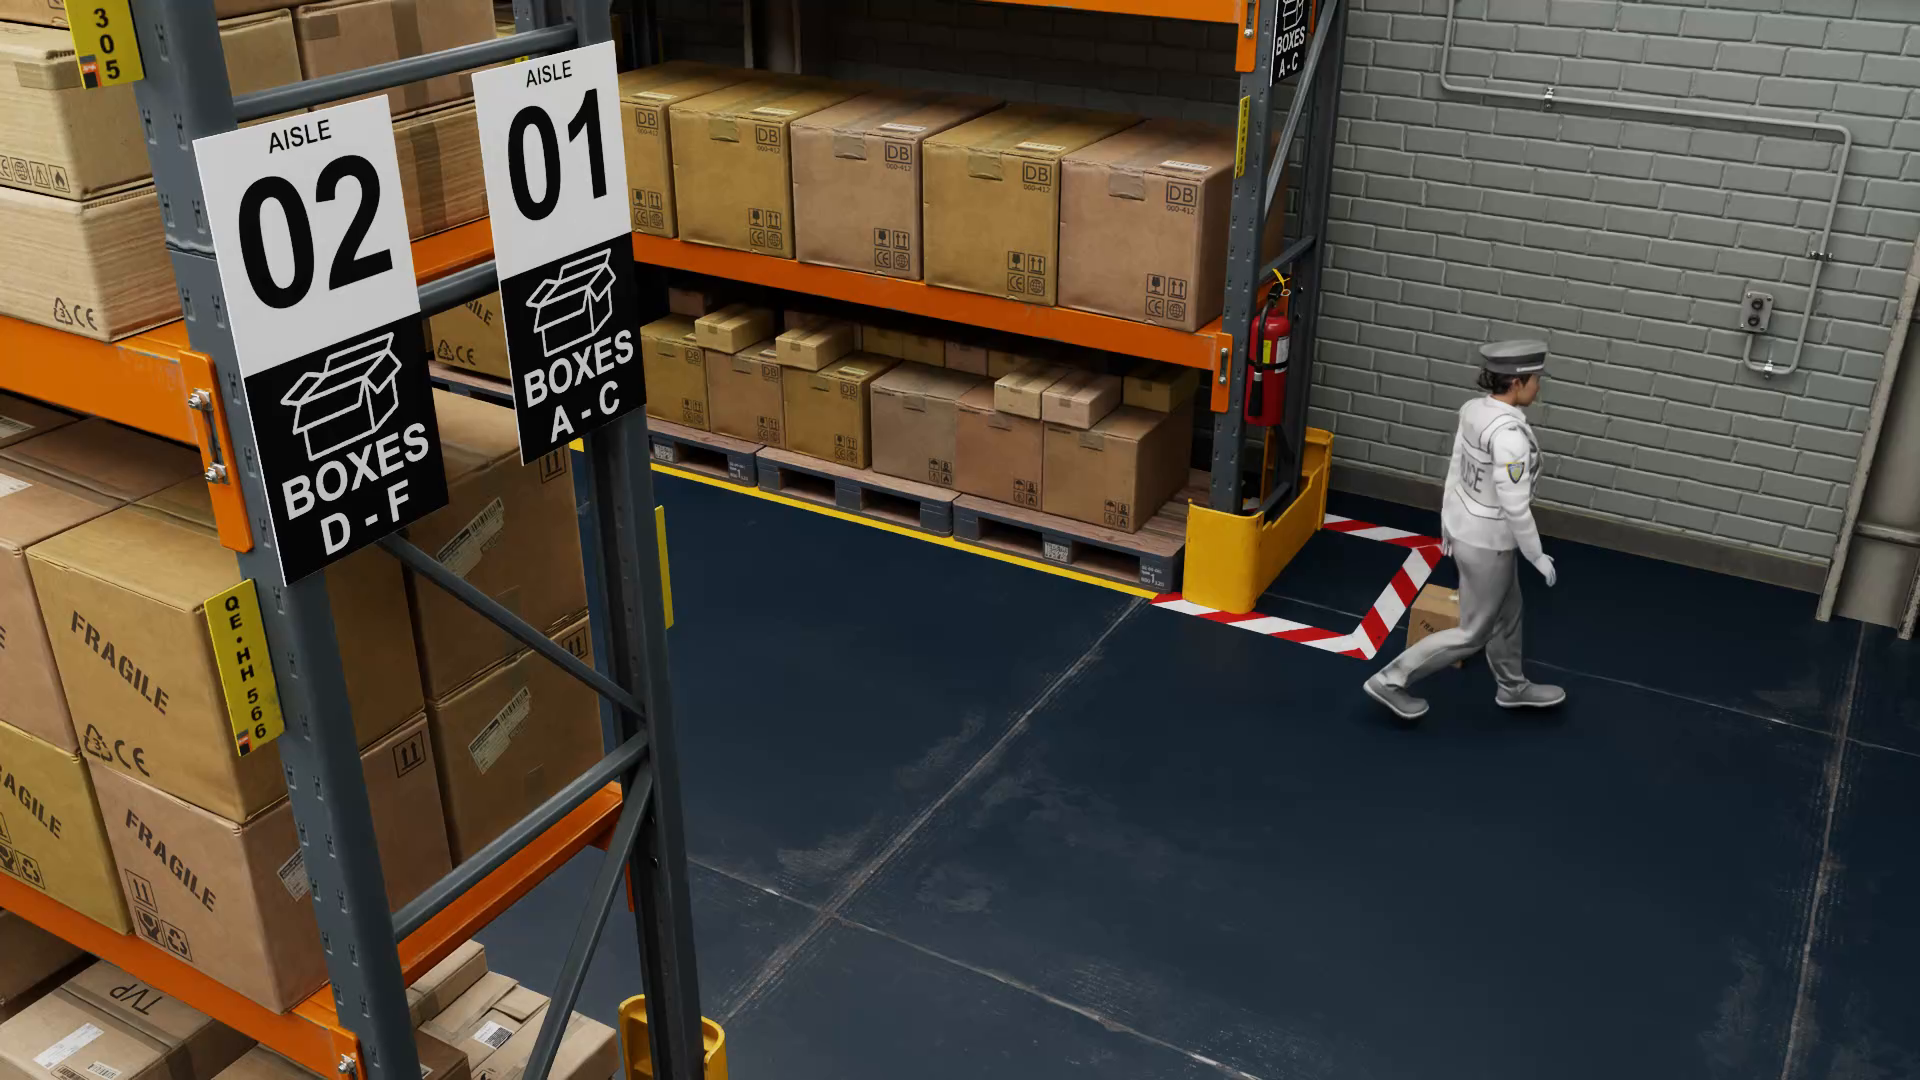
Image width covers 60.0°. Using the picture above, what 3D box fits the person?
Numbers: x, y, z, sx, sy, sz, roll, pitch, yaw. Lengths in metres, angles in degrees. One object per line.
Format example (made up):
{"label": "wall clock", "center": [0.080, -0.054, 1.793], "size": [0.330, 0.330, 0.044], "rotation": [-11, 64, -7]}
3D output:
{"label": "person", "center": [2.109, -0.003, 6.614], "size": [0.885, 1.629, 0.508], "rotation": [0, 27, 1]}
